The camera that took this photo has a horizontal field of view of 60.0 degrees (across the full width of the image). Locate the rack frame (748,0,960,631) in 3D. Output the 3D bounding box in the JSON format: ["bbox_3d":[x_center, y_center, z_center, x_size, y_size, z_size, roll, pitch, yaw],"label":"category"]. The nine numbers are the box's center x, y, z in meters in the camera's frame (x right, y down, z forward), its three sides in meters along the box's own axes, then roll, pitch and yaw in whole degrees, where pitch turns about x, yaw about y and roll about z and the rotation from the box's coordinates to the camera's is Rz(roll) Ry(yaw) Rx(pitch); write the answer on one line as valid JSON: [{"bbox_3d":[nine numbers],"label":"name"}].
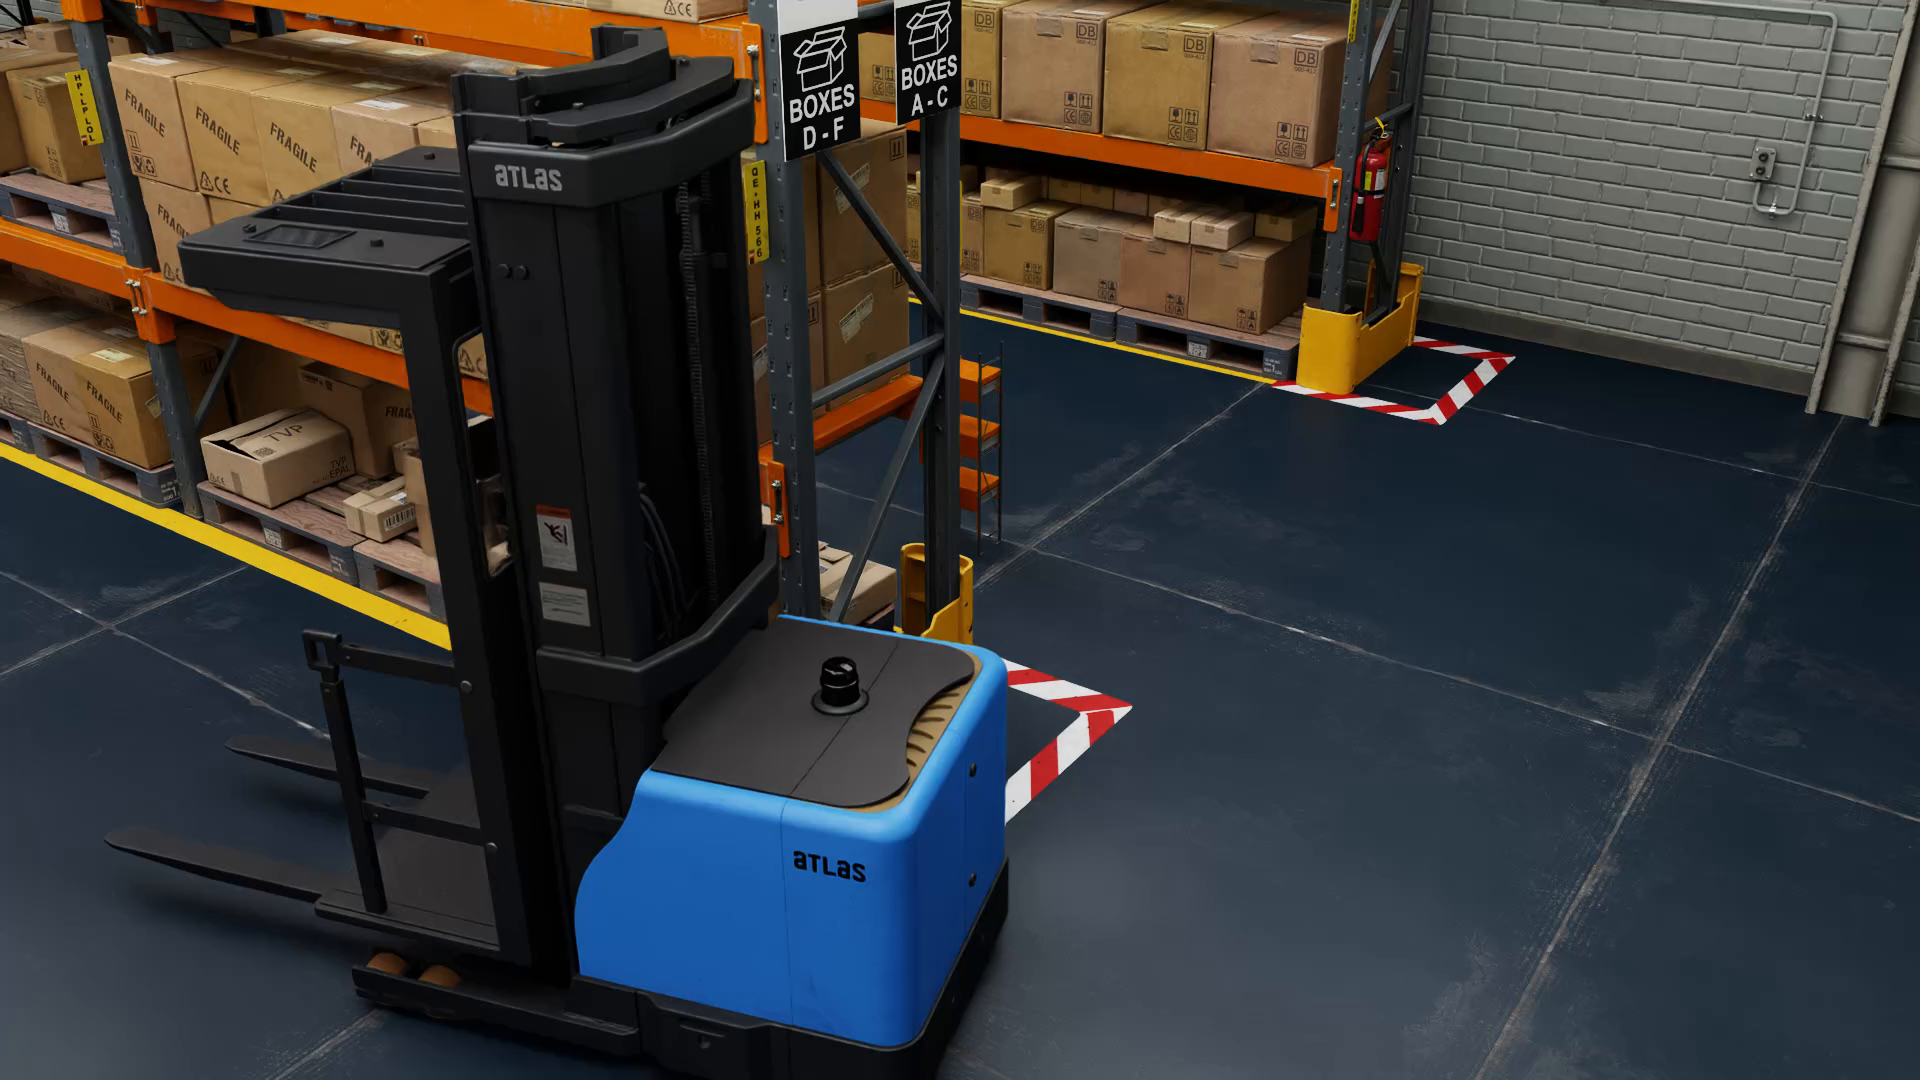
[{"bbox_3d":[-0.330,-0.608,6.138,0.127,3.000,1.000,17,32,30],"label":"rack frame"}]

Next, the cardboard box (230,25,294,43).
[{"bbox_3d":[-6.439,-4.664,15.552,0.500,0.250,0.500,17,31,29],"label":"cardboard box"}]

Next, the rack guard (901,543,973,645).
[{"bbox_3d":[-0.393,0.486,6.743,0.348,0.500,1.175,17,32,30],"label":"rack guard"}]

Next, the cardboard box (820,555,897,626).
[{"bbox_3d":[-0.481,0.230,7.149,0.250,0.149,0.380,17,32,30],"label":"cardboard box"}]

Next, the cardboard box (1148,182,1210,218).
[{"bbox_3d":[1.430,-2.203,10.849,0.250,0.149,0.380,18,32,31],"label":"cardboard box"}]

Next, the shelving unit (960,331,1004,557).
[{"bbox_3d":[0.044,-0.454,7.985,0.252,1.050,0.215,17,32,30],"label":"shelving unit"}]

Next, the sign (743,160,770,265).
[{"bbox_3d":[-0.661,-1.063,5.406,0.005,0.325,0.100,17,32,30],"label":"sign"}]

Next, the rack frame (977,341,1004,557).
[{"bbox_3d":[0.145,-0.423,7.923,0.008,1.050,0.200,17,32,30],"label":"rack frame"}]

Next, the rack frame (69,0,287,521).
[{"bbox_3d":[-3.627,-1.635,8.156,0.127,3.000,1.000,17,32,30],"label":"rack frame"}]

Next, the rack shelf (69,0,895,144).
[{"bbox_3d":[-1.979,-2.138,6.630,4.000,0.370,1.077,17,32,30],"label":"rack shelf"}]

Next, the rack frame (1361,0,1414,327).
[{"bbox_3d":[2.469,-2.460,9.777,0.053,2.616,0.949,17,32,30],"label":"rack frame"}]

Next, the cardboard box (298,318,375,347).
[{"bbox_3d":[-2.527,-1.188,7.166,0.500,0.500,0.500,17,32,30],"label":"cardboard box"}]

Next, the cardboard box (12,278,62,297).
[{"bbox_3d":[-5.158,-1.327,9.821,0.500,0.500,0.500,16,31,28],"label":"cardboard box"}]

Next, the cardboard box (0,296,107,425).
[{"bbox_3d":[-5.012,-0.996,9.171,0.500,0.500,0.500,18,32,31],"label":"cardboard box"}]

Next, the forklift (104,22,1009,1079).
[{"bbox_3d":[-1.413,-0.007,5.032,3.031,2.935,1.130,8,28,16],"label":"forklift"}]

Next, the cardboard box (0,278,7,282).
[{"bbox_3d":[-5.866,-1.258,9.685,0.500,0.500,0.500,17,31,30],"label":"cardboard box"}]

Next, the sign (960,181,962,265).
[{"bbox_3d":[-0.023,-1.197,6.340,0.005,0.325,0.100,17,32,30],"label":"sign"}]

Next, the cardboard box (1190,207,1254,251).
[{"bbox_3d":[1.629,-1.931,10.314,0.250,0.149,0.380,17,31,30],"label":"cardboard box"}]

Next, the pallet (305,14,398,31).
[{"bbox_3d":[-4.771,-4.573,14.141,1.003,0.211,1.213,17,32,30],"label":"pallet"}]

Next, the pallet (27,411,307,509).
[{"bbox_3d":[-4.319,-0.587,9.172,1.213,0.211,1.003,17,32,30],"label":"pallet"}]

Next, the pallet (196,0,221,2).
[{"bbox_3d":[-6.872,-5.207,15.385,1.213,0.211,1.003,17,32,30],"label":"pallet"}]

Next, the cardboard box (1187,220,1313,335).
[{"bbox_3d":[1.838,-1.677,10.530,0.500,0.500,0.700,17,32,30],"label":"cardboard box"}]

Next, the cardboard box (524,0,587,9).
[{"bbox_3d":[-1.309,-2.044,5.818,0.500,0.250,0.500,17,32,30],"label":"cardboard box"}]

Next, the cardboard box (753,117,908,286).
[{"bbox_3d":[-0.547,-1.311,6.306,0.500,0.500,0.500,18,32,32],"label":"cardboard box"}]

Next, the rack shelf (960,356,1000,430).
[{"bbox_3d":[0.044,-0.698,7.861,0.240,0.259,0.215,17,32,30],"label":"rack shelf"}]

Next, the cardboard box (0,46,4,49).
[{"bbox_3d":[-5.696,-2.468,9.220,0.700,0.500,0.500,-24,36,-39],"label":"cardboard box"}]

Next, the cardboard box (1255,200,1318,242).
[{"bbox_3d":[2.054,-2.008,10.467,0.250,0.149,0.380,18,32,31],"label":"cardboard box"}]

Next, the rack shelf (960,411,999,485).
[{"bbox_3d":[0.044,-0.445,7.990,0.240,0.259,0.215,17,32,30],"label":"rack shelf"}]

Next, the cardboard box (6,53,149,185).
[{"bbox_3d":[-4.494,-2.225,8.742,0.500,0.500,0.700,23,35,38],"label":"cardboard box"}]

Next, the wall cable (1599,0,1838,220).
[{"bbox_3d":[4.062,-2.939,9.597,1.851,1.984,0.084,17,32,30],"label":"wall cable"}]

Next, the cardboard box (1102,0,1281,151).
[{"bbox_3d":[1.439,-2.905,10.320,0.700,0.700,0.980,17,32,30],"label":"cardboard box"}]

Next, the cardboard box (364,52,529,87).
[{"bbox_3d":[-2.225,-1.833,7.331,0.500,0.500,0.500,18,32,31],"label":"cardboard box"}]

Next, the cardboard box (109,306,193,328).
[{"bbox_3d":[-4.334,-1.066,9.308,0.500,0.500,0.500,18,32,31],"label":"cardboard box"}]

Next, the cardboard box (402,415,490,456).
[{"bbox_3d":[-2.379,-0.400,8.209,0.500,0.311,0.500,17,32,30],"label":"cardboard box"}]

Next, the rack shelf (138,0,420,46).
[{"bbox_3d":[-5.772,-4.708,14.988,4.000,0.370,1.077,17,32,30],"label":"rack shelf"}]

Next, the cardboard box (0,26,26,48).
[{"bbox_3d":[-10.198,-5.356,17.947,0.500,0.311,0.500,14,30,25],"label":"cardboard box"}]

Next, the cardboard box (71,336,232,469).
[{"bbox_3d":[-4.196,-0.737,8.662,0.500,0.500,0.500,17,32,30],"label":"cardboard box"}]

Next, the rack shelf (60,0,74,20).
[{"bbox_3d":[-5.276,-3.165,8.648,4.000,0.370,1.077,17,32,30],"label":"rack shelf"}]

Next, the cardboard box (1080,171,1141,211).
[{"bbox_3d":[1.008,-2.333,11.106,0.250,0.149,0.380,18,32,31],"label":"cardboard box"}]

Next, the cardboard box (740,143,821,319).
[{"bbox_3d":[-0.853,-1.110,5.911,0.500,0.500,0.500,17,32,30],"label":"cardboard box"}]

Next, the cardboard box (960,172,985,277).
[{"bbox_3d":[0.145,-2.201,11.560,0.500,0.500,0.700,17,32,30],"label":"cardboard box"}]

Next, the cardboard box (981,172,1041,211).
[{"bbox_3d":[0.342,-2.330,11.099,0.250,0.149,0.380,16,31,29],"label":"cardboard box"}]

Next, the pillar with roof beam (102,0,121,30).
[{"bbox_3d":[-12.088,-7.778,13.611,0.400,9.000,9.100,17,32,30],"label":"pillar with roof beam"}]

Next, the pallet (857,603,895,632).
[{"bbox_3d":[-1.051,0.411,7.210,1.213,0.211,1.003,17,32,30],"label":"pallet"}]

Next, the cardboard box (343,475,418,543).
[{"bbox_3d":[-2.685,-0.162,7.899,0.250,0.166,0.380,17,32,30],"label":"cardboard box"}]

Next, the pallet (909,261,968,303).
[{"bbox_3d":[-0.243,-2.021,11.989,1.213,0.211,1.003,17,32,30],"label":"pallet"}]
